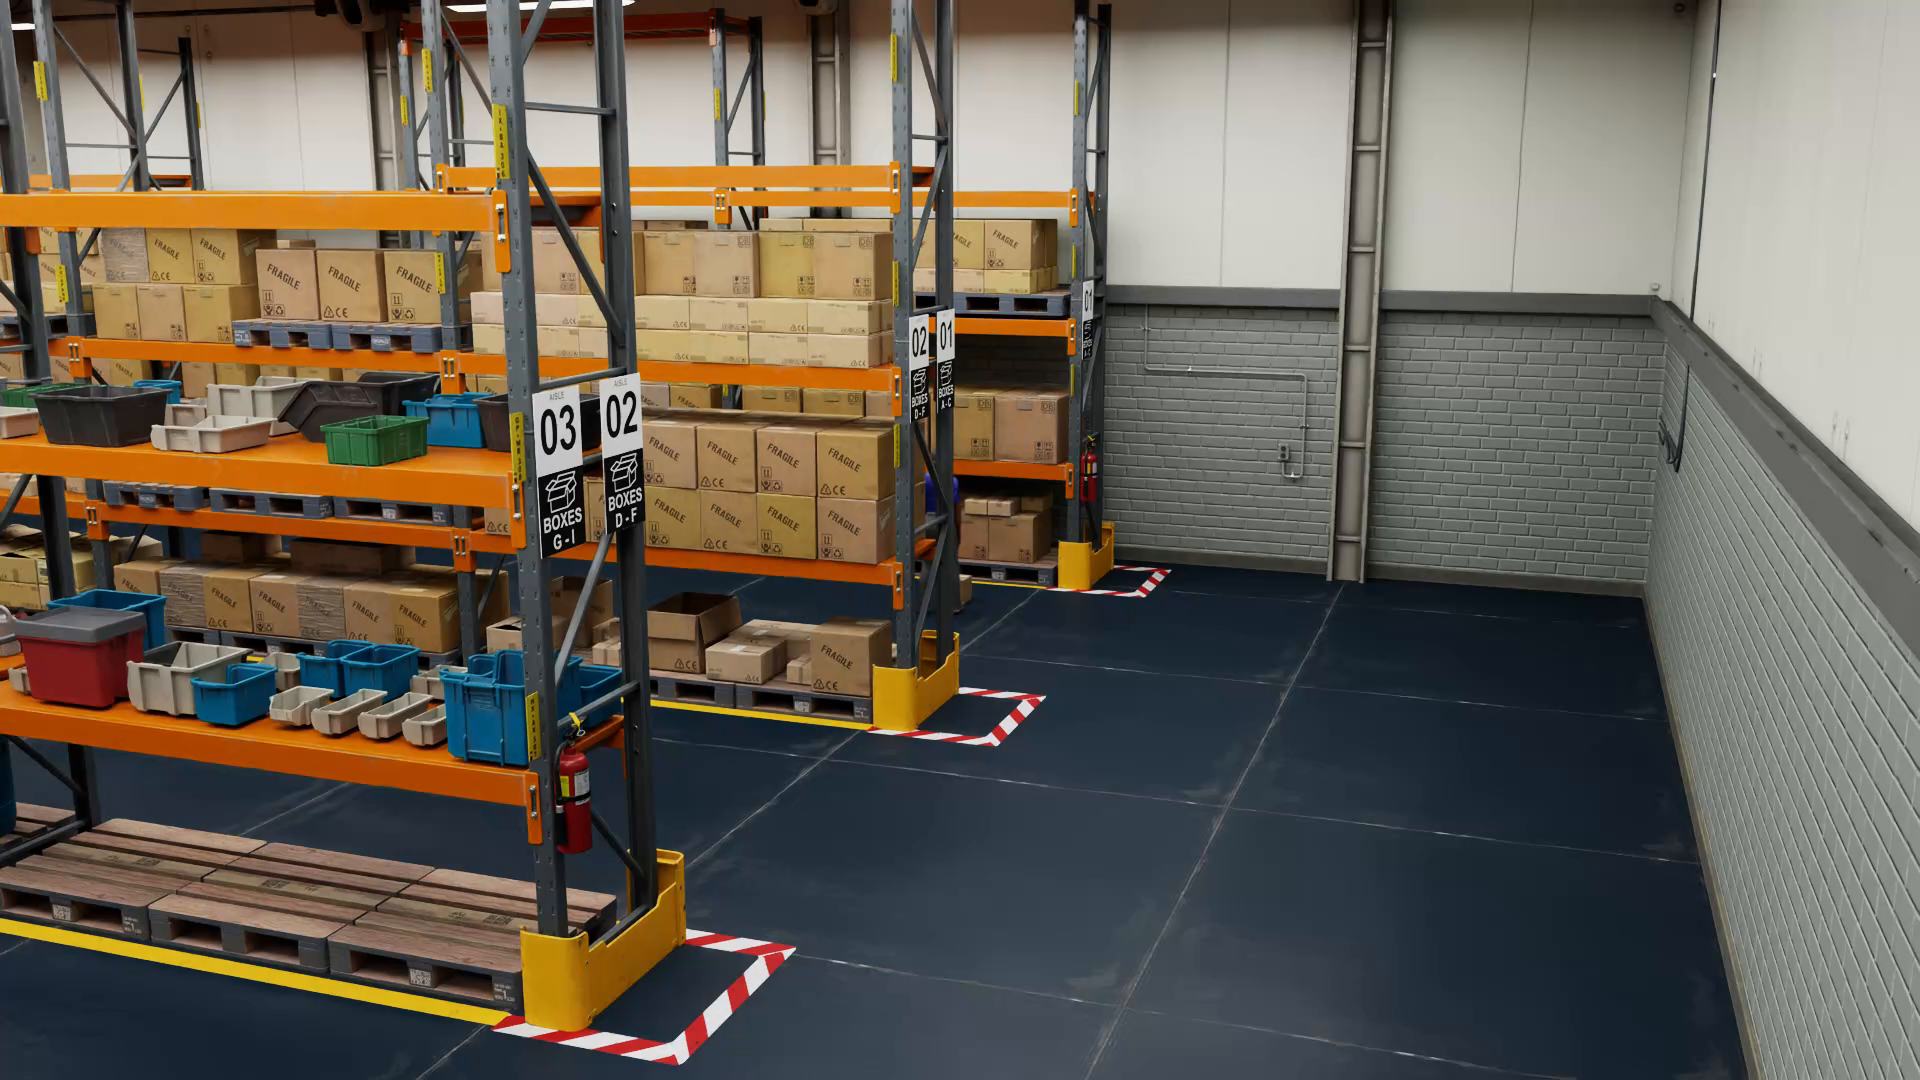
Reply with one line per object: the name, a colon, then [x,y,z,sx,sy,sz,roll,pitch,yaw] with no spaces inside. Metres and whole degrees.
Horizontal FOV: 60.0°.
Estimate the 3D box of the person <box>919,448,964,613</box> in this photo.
person: [-0.187,-0.105,16.402,0.440,1.663,0.359,3,12,14]
